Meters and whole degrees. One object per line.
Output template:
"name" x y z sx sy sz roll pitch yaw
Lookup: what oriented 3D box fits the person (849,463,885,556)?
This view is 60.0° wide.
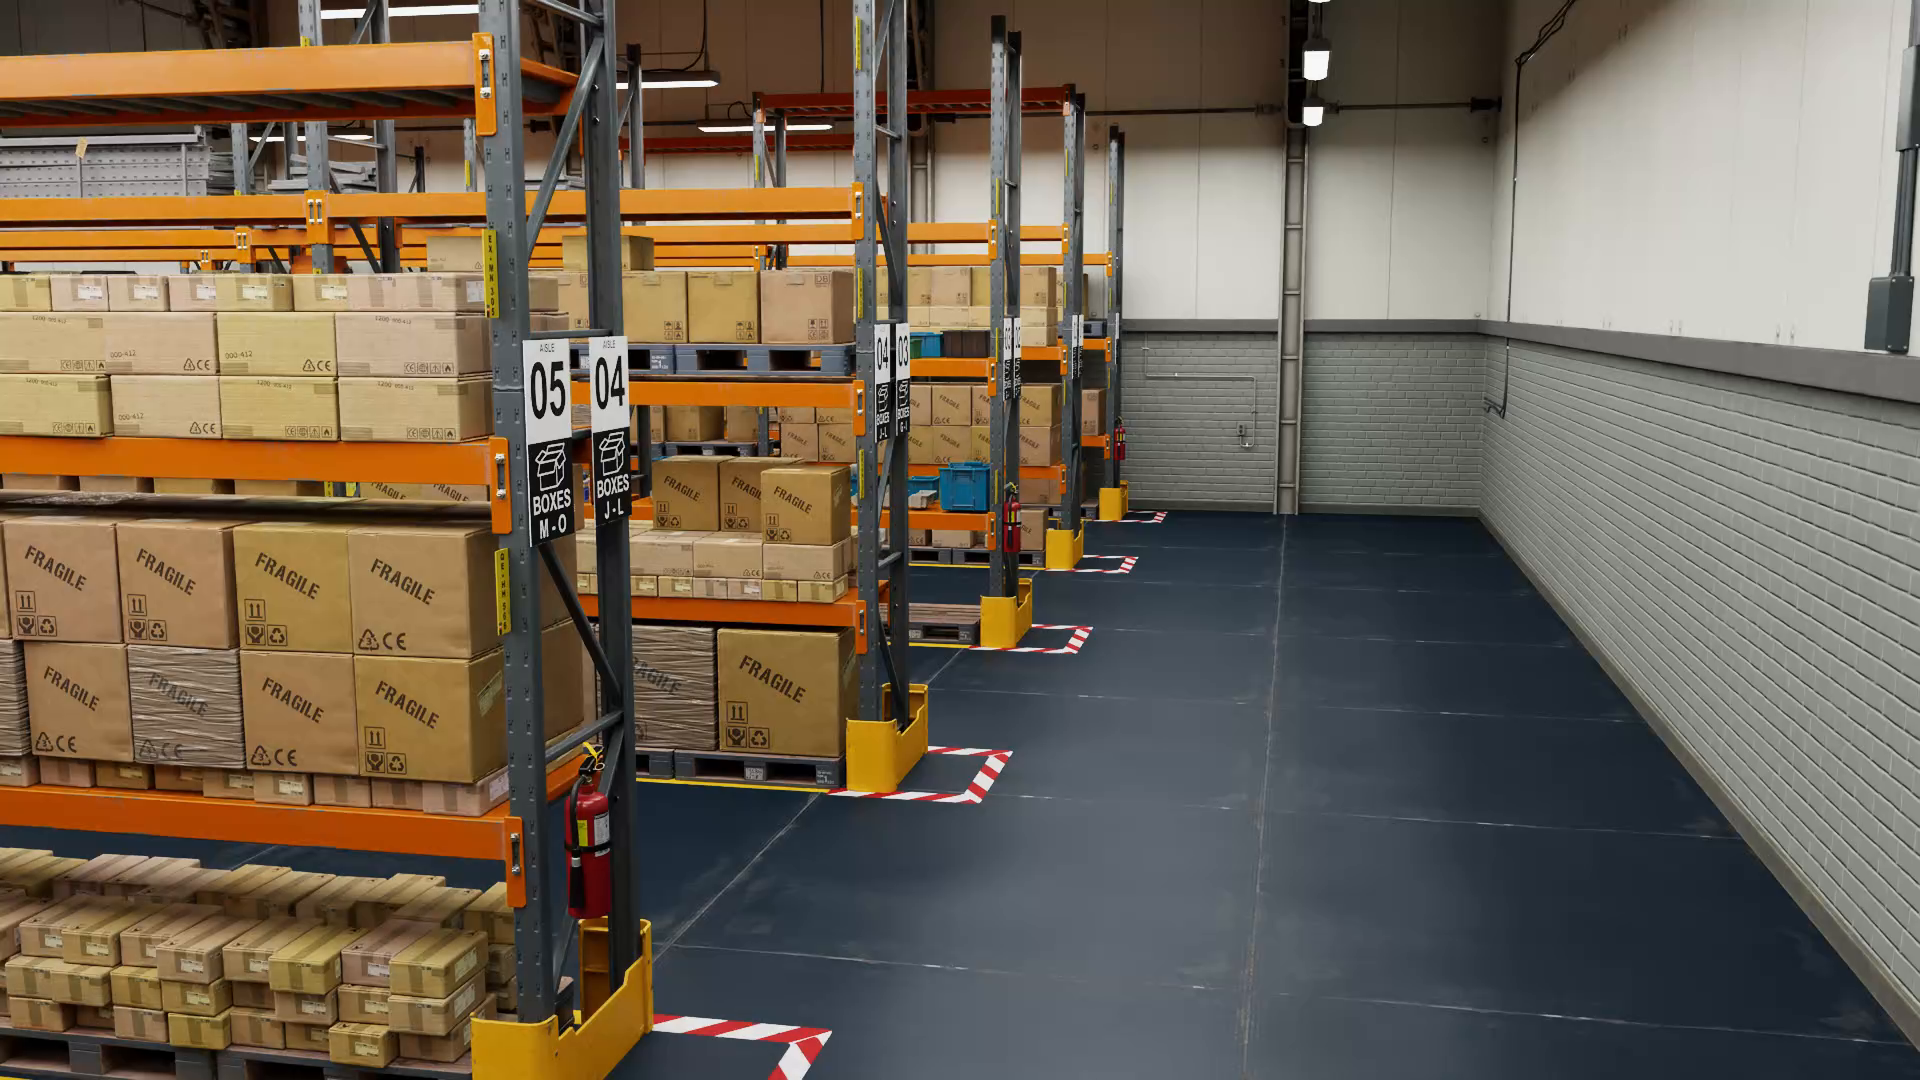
"person" -1.045 0.007 17.742 0.453 1.667 0.560 1 8 8
